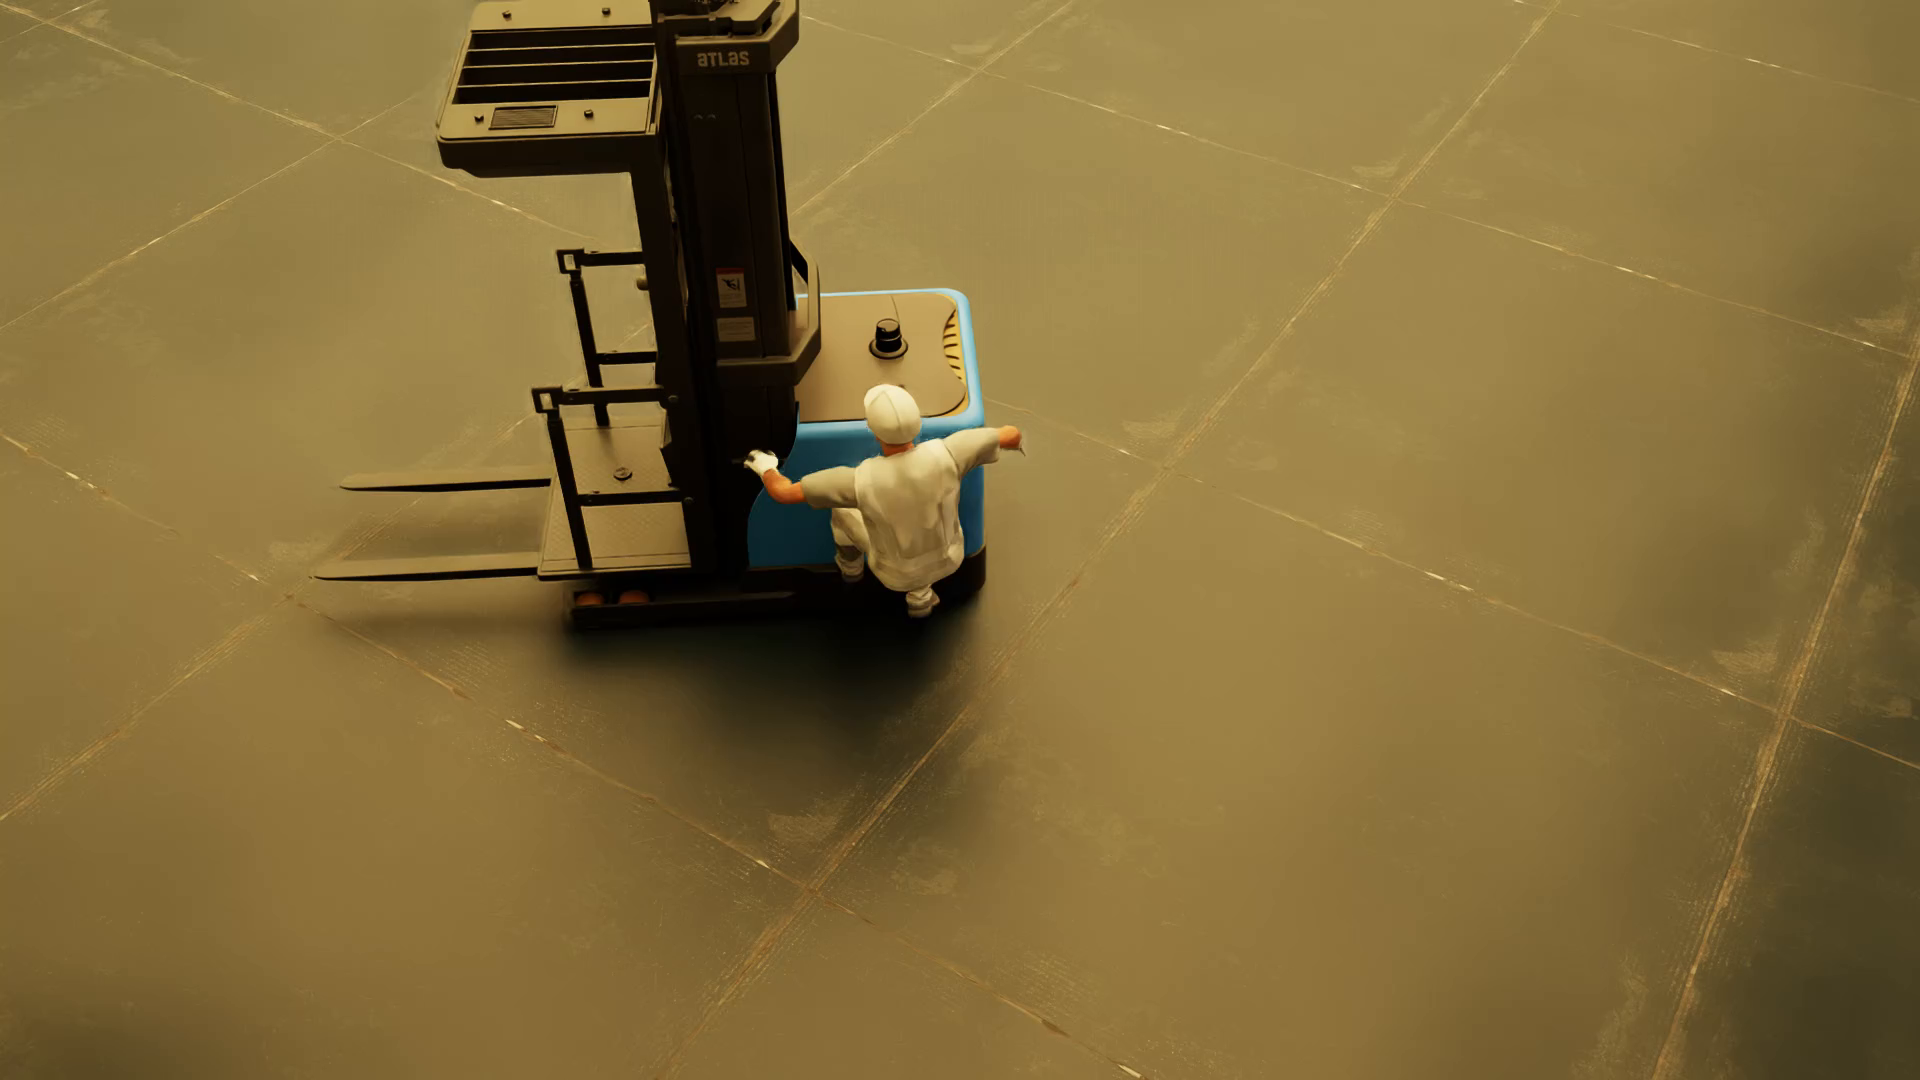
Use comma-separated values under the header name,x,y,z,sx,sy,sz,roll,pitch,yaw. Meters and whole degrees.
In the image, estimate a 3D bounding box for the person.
name,x,y,z,sx,sy,sz,roll,pitch,yaw
person,-0.279,-0.177,6.965,1.136,1.499,0.859,-17,46,-18

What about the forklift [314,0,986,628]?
name,x,y,z,sx,sy,sz,roll,pitch,yaw
forklift,-1.425,-1.044,6.950,3.031,2.935,1.130,-3,44,-3
